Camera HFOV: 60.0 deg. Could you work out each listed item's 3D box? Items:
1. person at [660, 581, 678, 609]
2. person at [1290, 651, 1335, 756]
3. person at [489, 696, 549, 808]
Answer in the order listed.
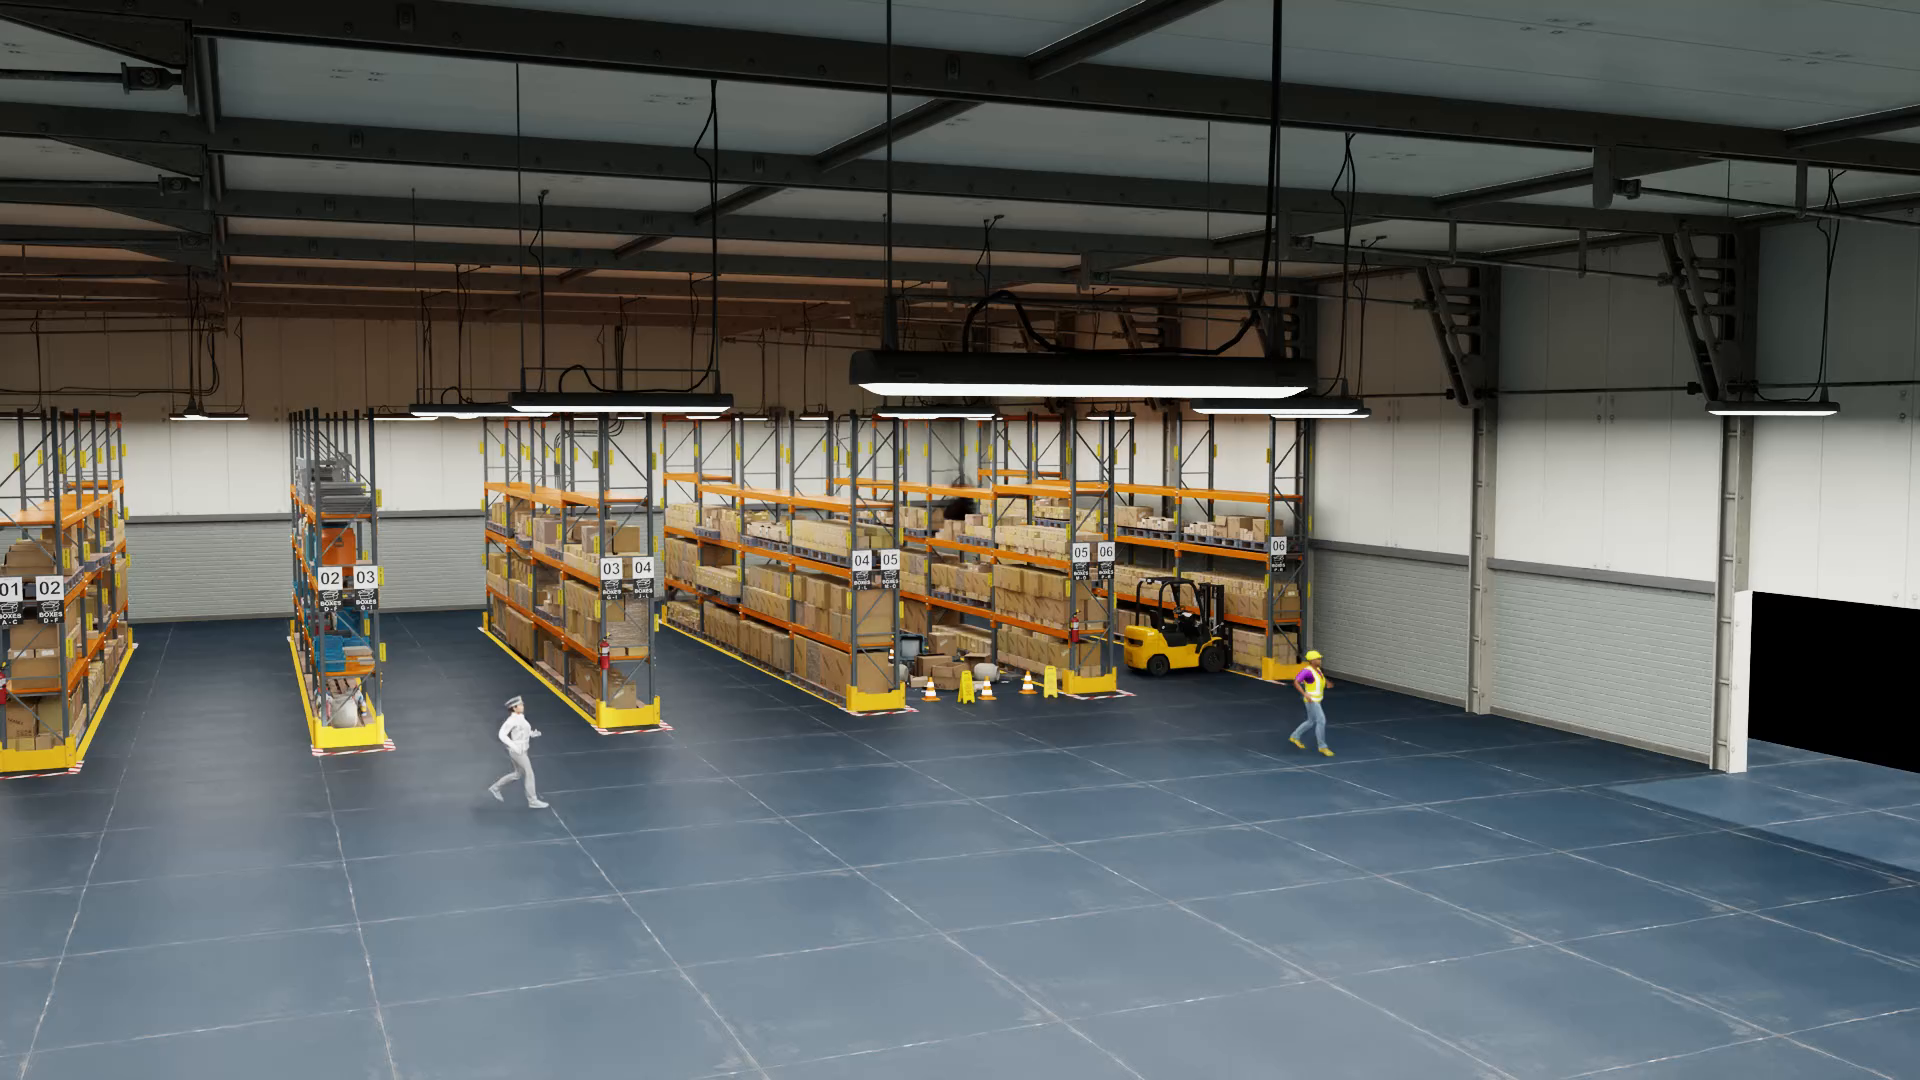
[{"bbox_3d":[-8.538,1.420,49.246,0.667,1.556,0.741,-1,4,-11],"label":"person"},{"bbox_3d":[6.117,2.808,28.826,0.841,1.789,0.688,2,4,27],"label":"person"},{"bbox_3d":[-6.565,3.139,24.695,0.887,1.671,0.622,0,4,-1],"label":"person"}]
